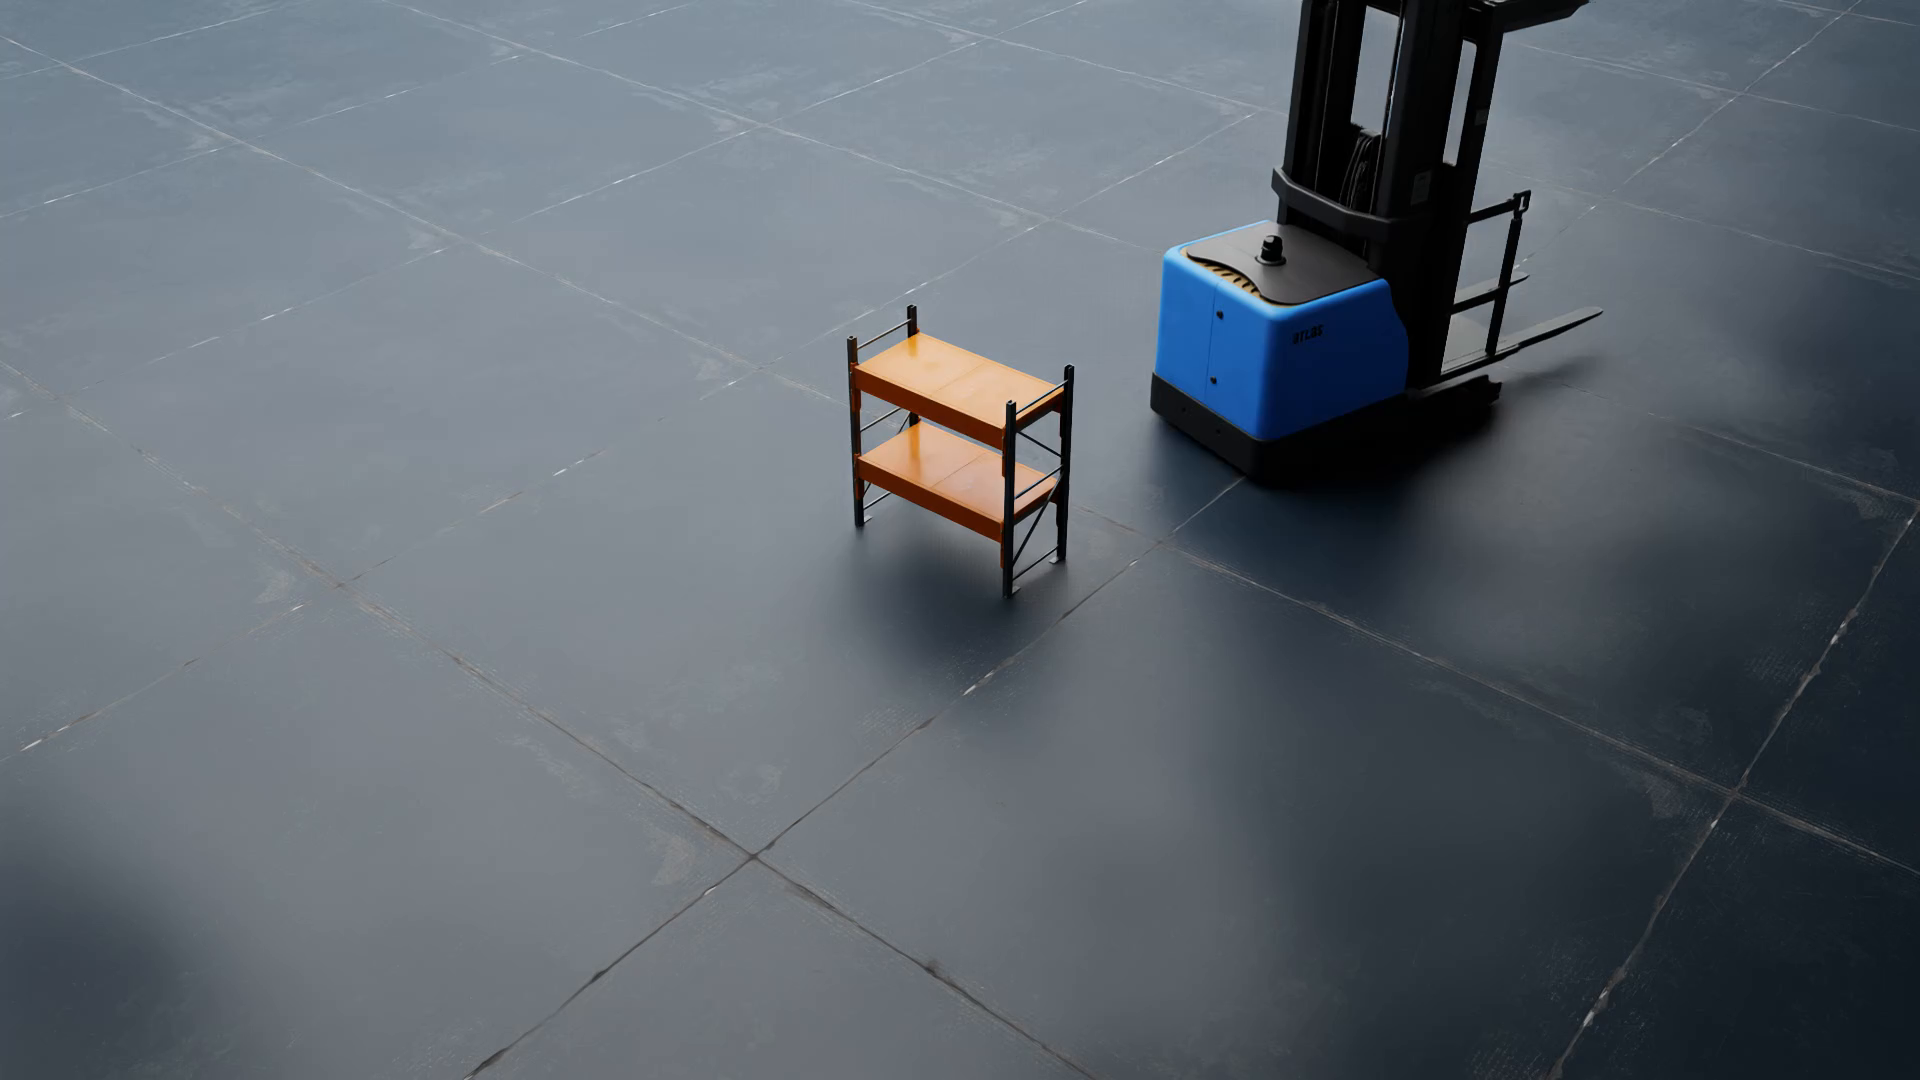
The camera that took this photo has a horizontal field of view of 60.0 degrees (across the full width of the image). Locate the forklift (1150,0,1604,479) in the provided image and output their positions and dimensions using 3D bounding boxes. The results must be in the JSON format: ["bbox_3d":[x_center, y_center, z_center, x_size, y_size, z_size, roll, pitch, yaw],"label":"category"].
[{"bbox_3d":[2.641,-2.178,9.414,3.031,2.935,1.130,-20,39,-27],"label":"forklift"}]

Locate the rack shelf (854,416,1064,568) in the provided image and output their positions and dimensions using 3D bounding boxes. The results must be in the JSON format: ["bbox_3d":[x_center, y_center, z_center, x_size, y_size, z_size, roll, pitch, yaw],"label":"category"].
[{"bbox_3d":[-0.005,-0.265,8.656,1.000,0.278,0.538,25,42,32],"label":"rack shelf"}]

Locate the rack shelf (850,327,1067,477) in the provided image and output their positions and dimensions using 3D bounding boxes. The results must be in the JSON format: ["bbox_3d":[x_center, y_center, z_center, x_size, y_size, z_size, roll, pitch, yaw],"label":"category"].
[{"bbox_3d":[-0.005,-0.707,8.352,1.000,0.278,0.538,25,42,32],"label":"rack shelf"}]

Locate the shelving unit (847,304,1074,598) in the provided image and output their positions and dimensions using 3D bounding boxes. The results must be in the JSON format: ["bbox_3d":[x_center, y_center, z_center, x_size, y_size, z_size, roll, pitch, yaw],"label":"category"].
[{"bbox_3d":[-0.005,-0.466,8.517,1.048,1.125,0.538,25,42,32],"label":"shelving unit"}]

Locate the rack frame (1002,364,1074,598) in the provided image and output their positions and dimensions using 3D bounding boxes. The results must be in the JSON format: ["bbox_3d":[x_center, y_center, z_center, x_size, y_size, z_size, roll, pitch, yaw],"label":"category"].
[{"bbox_3d":[0.385,-0.282,8.249,0.032,1.125,0.500,25,42,32],"label":"rack frame"}]

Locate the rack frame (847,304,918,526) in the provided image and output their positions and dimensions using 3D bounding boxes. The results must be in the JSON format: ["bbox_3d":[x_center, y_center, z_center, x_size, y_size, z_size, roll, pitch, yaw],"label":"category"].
[{"bbox_3d":[-0.396,-0.650,8.785,0.032,1.125,0.500,25,42,32],"label":"rack frame"}]
